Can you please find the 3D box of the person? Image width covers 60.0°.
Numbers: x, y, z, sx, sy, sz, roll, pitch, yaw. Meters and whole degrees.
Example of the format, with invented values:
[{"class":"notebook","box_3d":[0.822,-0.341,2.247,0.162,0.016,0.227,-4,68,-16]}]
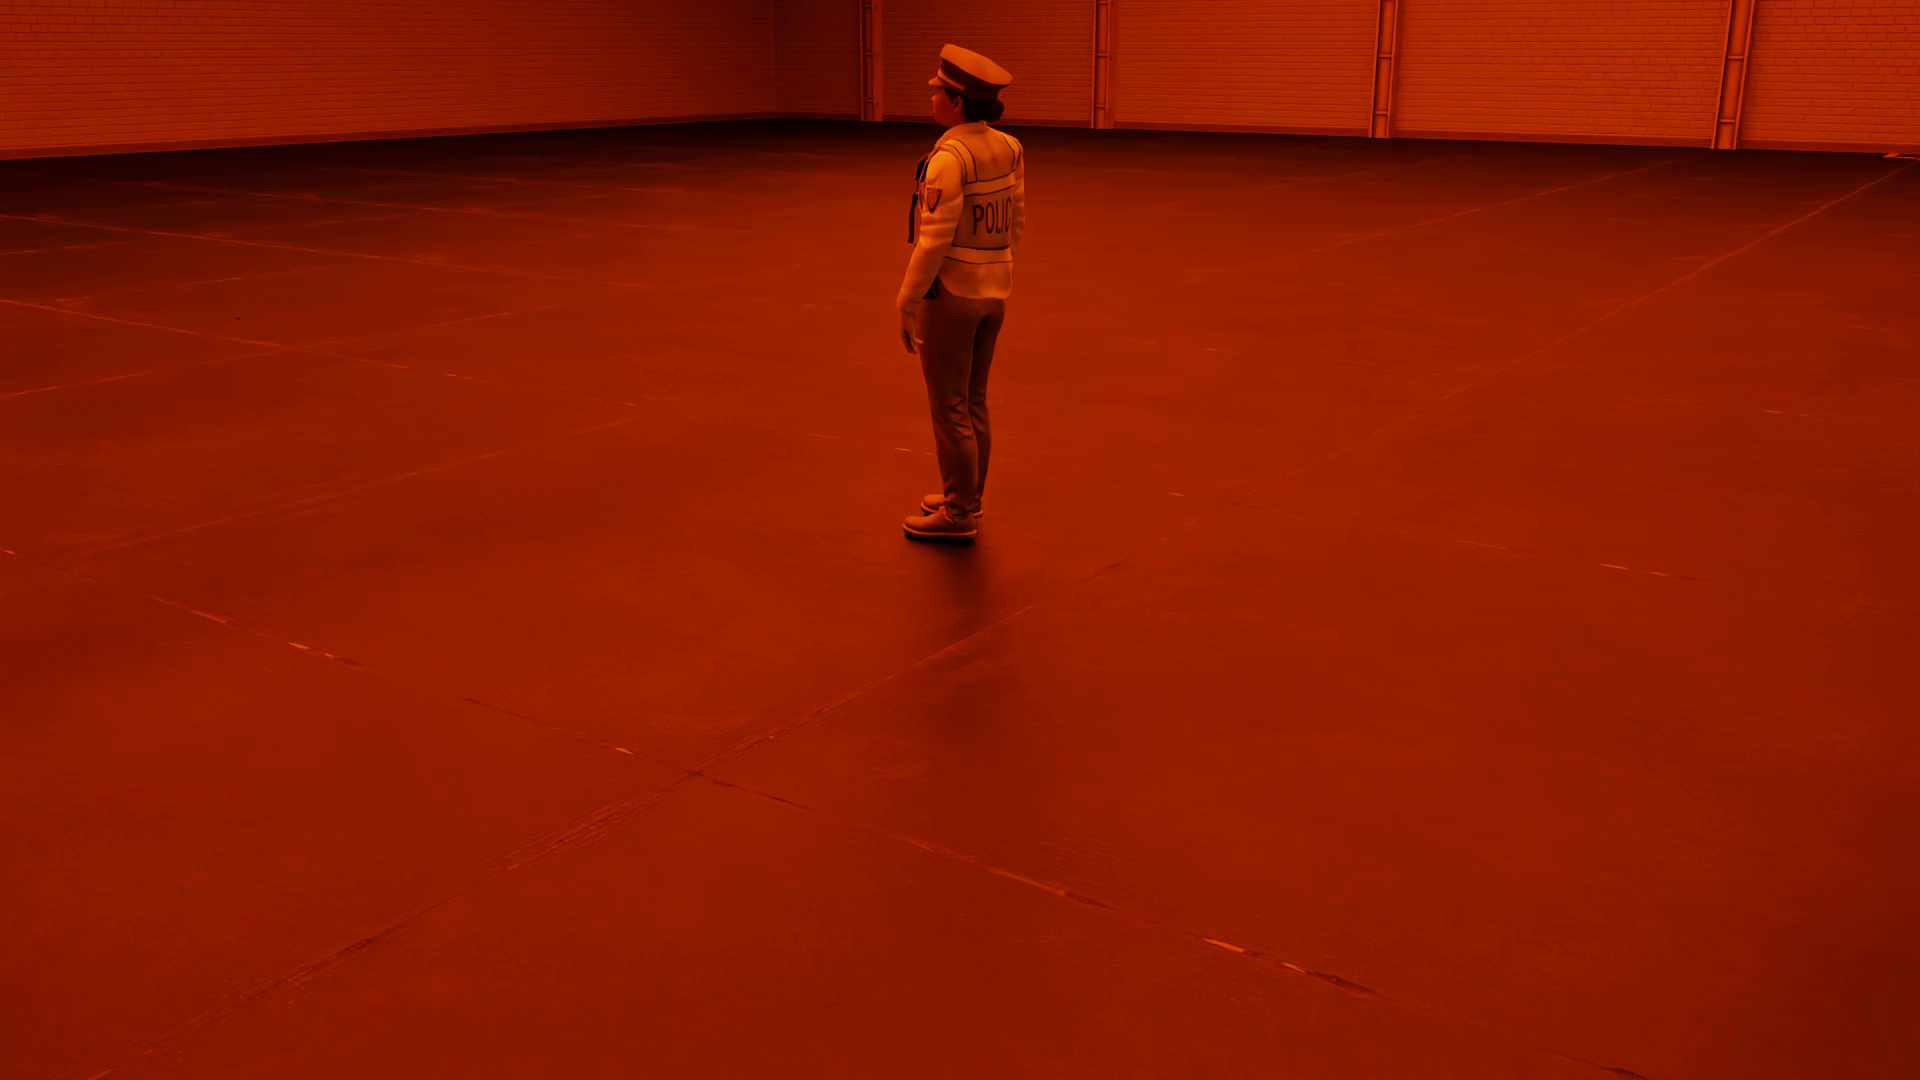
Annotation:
[{"class":"person","box_3d":[-0.053,-0.831,5.746,0.531,1.695,0.587,11,20,33]}]
